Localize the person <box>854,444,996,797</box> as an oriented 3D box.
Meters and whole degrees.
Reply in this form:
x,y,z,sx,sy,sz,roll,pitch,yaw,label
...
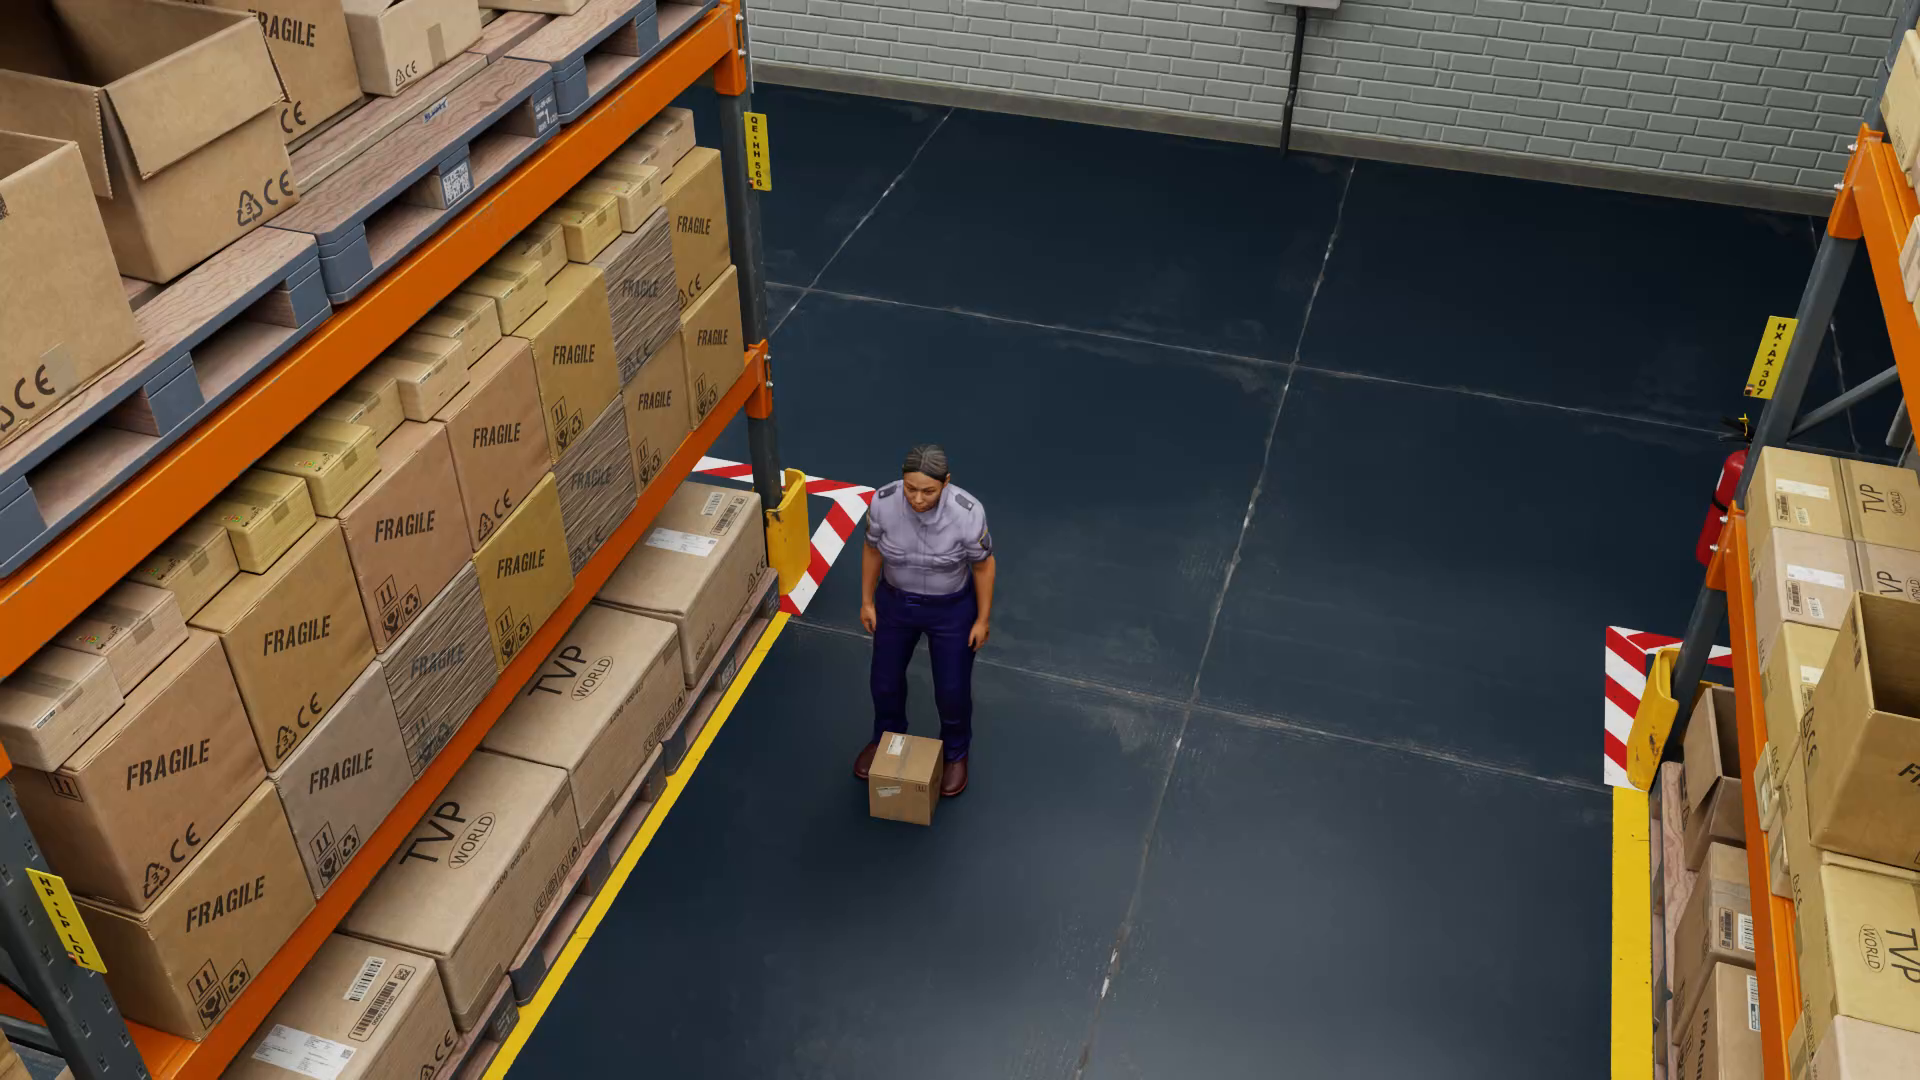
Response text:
x,y,z,sx,sy,sz,roll,pitch,yaw,label
-0.147,0.280,6.529,0.561,1.651,0.376,8,38,11,person
